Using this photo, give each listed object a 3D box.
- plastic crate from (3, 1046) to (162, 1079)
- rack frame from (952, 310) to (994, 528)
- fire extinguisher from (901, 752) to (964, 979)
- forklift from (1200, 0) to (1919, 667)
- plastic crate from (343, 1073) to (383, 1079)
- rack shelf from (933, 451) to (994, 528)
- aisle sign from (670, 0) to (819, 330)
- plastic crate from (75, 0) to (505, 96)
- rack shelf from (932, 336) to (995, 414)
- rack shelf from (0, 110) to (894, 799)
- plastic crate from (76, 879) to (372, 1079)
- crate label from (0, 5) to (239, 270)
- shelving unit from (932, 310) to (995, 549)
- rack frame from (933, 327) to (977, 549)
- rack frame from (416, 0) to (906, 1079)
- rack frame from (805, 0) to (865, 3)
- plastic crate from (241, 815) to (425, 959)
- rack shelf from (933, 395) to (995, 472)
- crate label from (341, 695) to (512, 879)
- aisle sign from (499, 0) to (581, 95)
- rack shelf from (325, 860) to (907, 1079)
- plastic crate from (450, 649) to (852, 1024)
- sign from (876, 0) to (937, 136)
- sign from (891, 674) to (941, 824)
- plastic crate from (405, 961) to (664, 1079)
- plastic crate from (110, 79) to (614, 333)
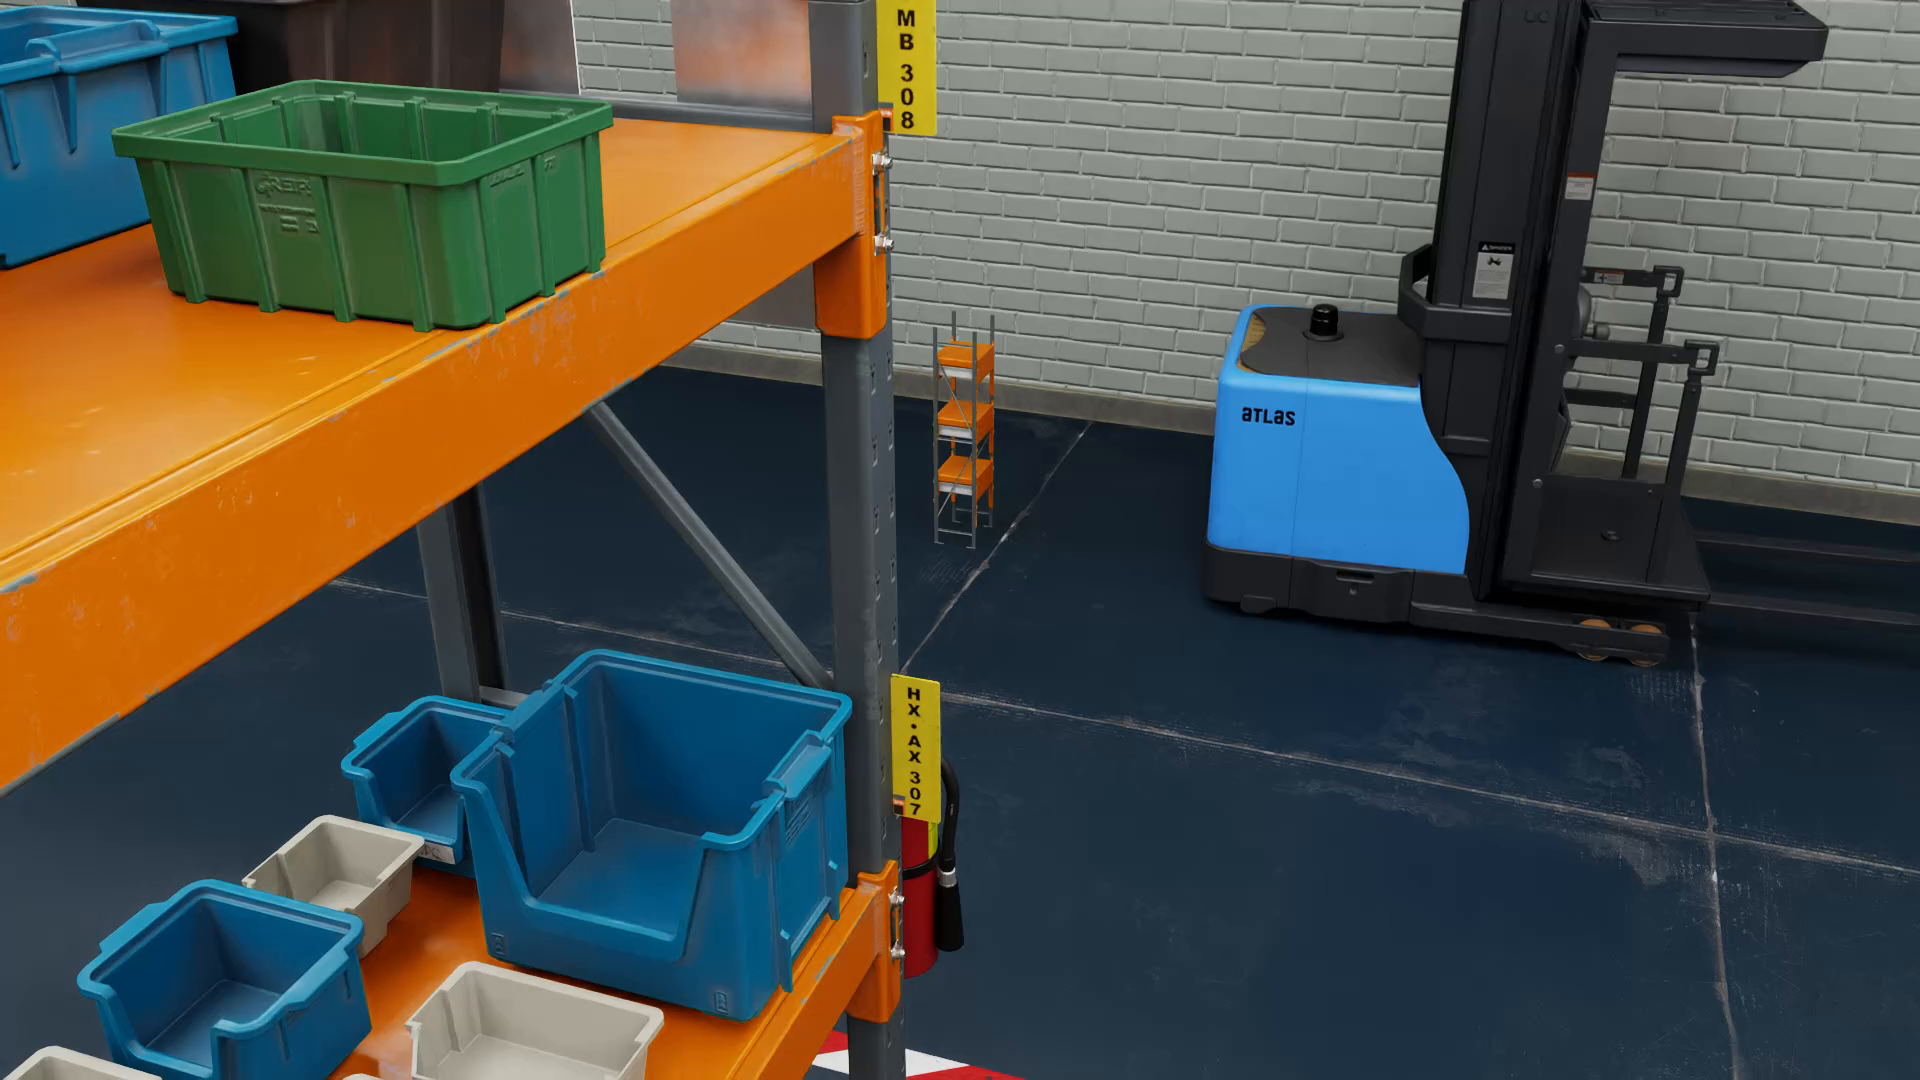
[{"bbox_3d":[-1.414,0.957,2.565,0.250,0.136,0.298,9,27,17],"label":"plastic crate"},{"bbox_3d":[0.058,-0.545,7.670,0.200,1.050,0.008,9,27,17],"label":"rack frame"},{"bbox_3d":[-0.132,0.620,3.545,0.296,0.674,0.183,9,27,17],"label":"fire extinguisher"},{"bbox_3d":[2.608,-1.065,6.587,3.031,2.935,1.130,6,27,13],"label":"forklift"},{"bbox_3d":[-0.821,0.983,2.511,0.396,0.136,0.243,9,27,17],"label":"plastic crate"},{"bbox_3d":[0.018,-0.235,7.692,0.215,0.259,0.240,9,27,17],"label":"rack shelf"},{"bbox_3d":[-0.310,-0.744,2.862,0.394,0.787,0.004,9,27,17],"label":"aisle sign"},{"bbox_3d":[-1.001,-0.760,2.586,0.497,0.269,0.590,9,27,17],"label":"plastic crate"},{"bbox_3d":[0.018,-0.740,7.448,0.215,0.259,0.240,9,27,17],"label":"rack shelf"},{"bbox_3d":[-1.276,0.209,1.261,1.077,0.370,4.000,9,27,17],"label":"rack shelf"},{"bbox_3d":[-1.222,0.786,2.809,0.416,0.233,0.300,9,27,17],"label":"plastic crate"},{"bbox_3d":[-1.222,-0.538,2.147,0.408,0.251,0.502,9,27,17],"label":"crate label"},{"bbox_3d":[0.018,-0.495,7.567,0.215,1.050,0.252,9,27,17],"label":"shelving unit"},{"bbox_3d":[-0.023,-0.444,7.463,0.200,1.050,0.008,9,27,17],"label":"rack frame"},{"bbox_3d":[-0.610,0.413,3.455,1.000,3.000,0.127,9,27,17],"label":"rack frame"},{"bbox_3d":[-0.610,-2.287,2.148,1.000,3.000,0.127,9,27,17],"label":"rack frame"},{"bbox_3d":[-1.188,0.678,3.141,0.250,0.136,0.298,9,27,17],"label":"plastic crate"},{"bbox_3d":[0.018,-0.485,7.571,0.215,0.259,0.240,9,27,17],"label":"rack shelf"},{"bbox_3d":[-1.003,0.515,3.367,0.416,0.233,0.303,9,27,17],"label":"crate label"},{"bbox_3d":[-0.867,-0.830,3.038,0.394,0.787,0.004,9,27,17],"label":"aisle sign"},{"bbox_3d":[-1.276,1.559,1.914,1.077,0.370,4.000,9,27,17],"label":"rack shelf"},{"bbox_3d":[-0.546,0.535,3.094,0.616,0.435,0.499,9,27,17],"label":"plastic crate"},{"bbox_3d":[-0.086,-0.817,2.673,0.100,0.325,0.005,9,27,17],"label":"sign"},{"bbox_3d":[-0.086,0.413,3.268,0.100,0.325,0.005,9,27,17],"label":"sign"},{"bbox_3d":[-0.711,0.866,2.753,0.396,0.136,0.243,9,27,17],"label":"plastic crate"},{"bbox_3d":[-0.669,-0.395,1.925,0.450,0.188,0.336,9,27,17],"label":"plastic crate"}]
